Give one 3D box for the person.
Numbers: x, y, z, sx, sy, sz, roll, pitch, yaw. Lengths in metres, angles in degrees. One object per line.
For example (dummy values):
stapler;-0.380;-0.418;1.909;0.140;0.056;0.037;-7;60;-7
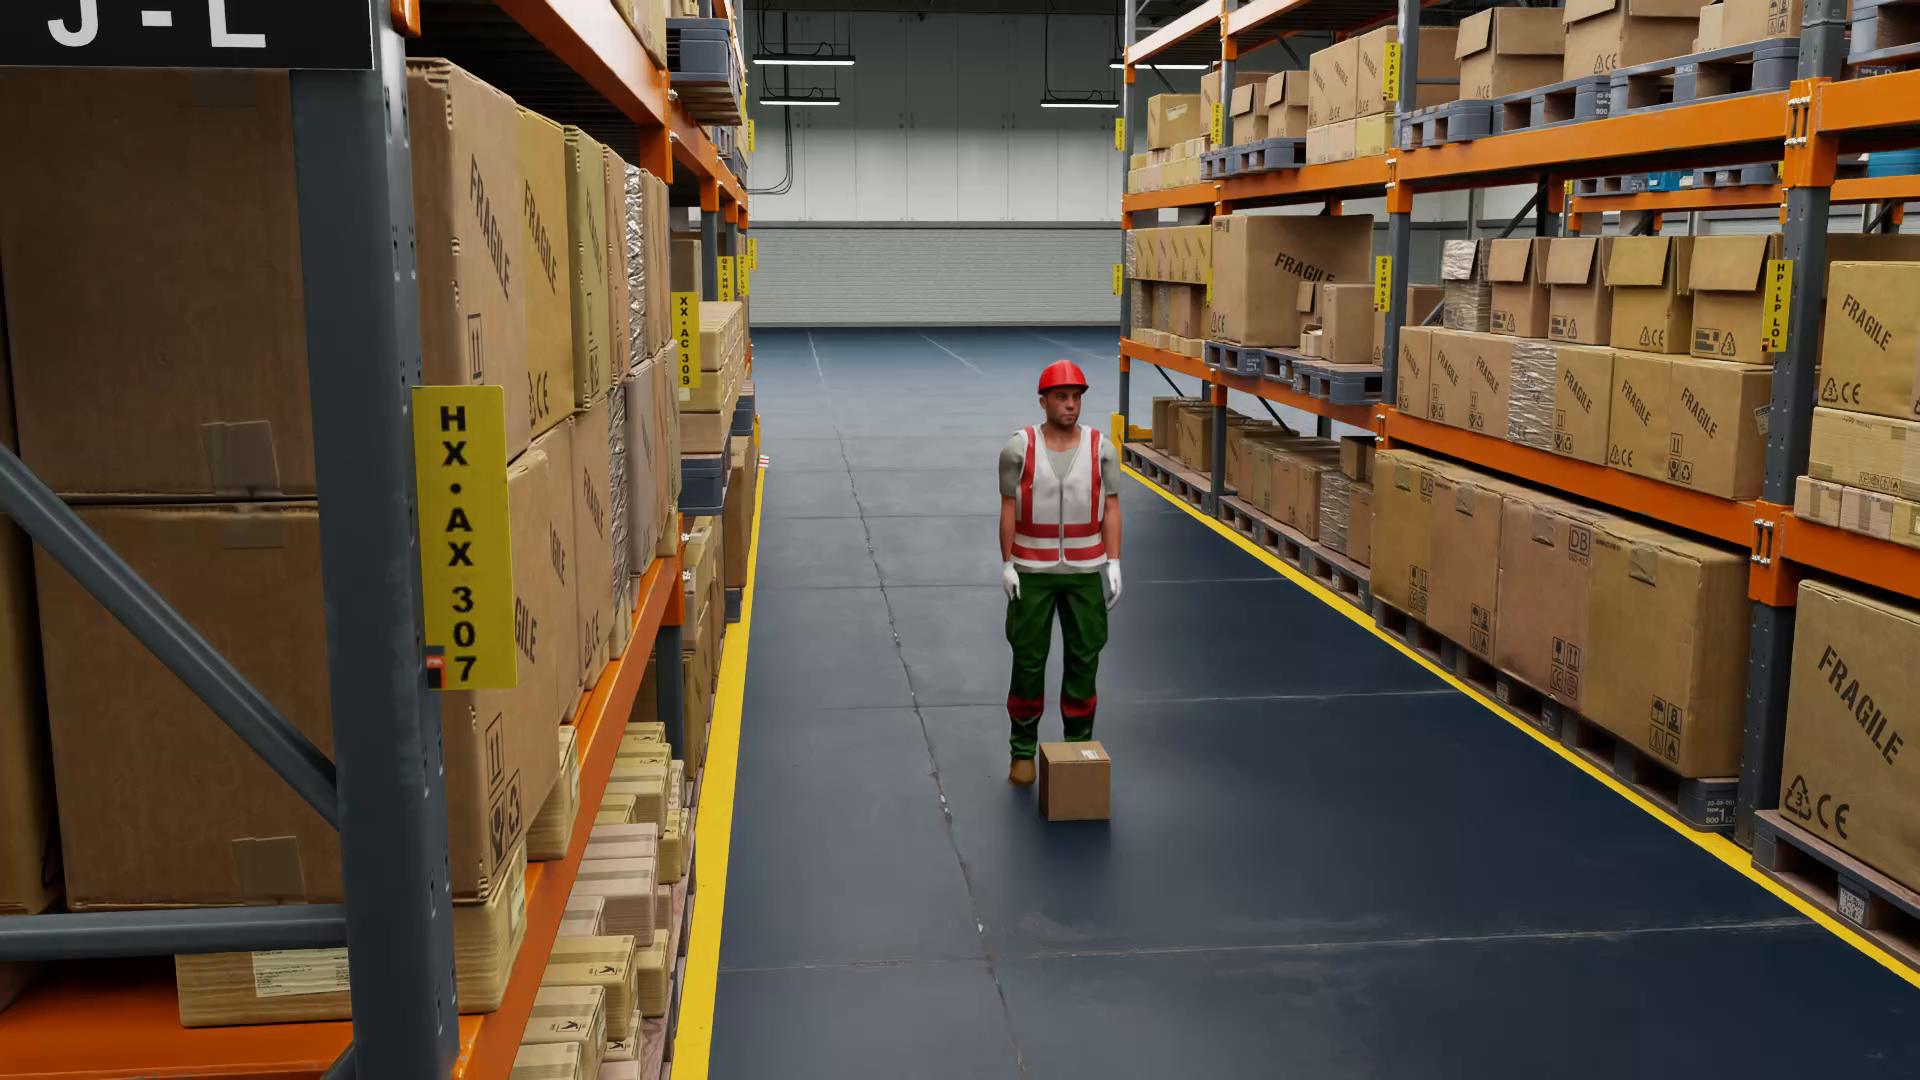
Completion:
person;0.426;0.143;7.045;0.525;1.806;0.349;-1;10;-5
